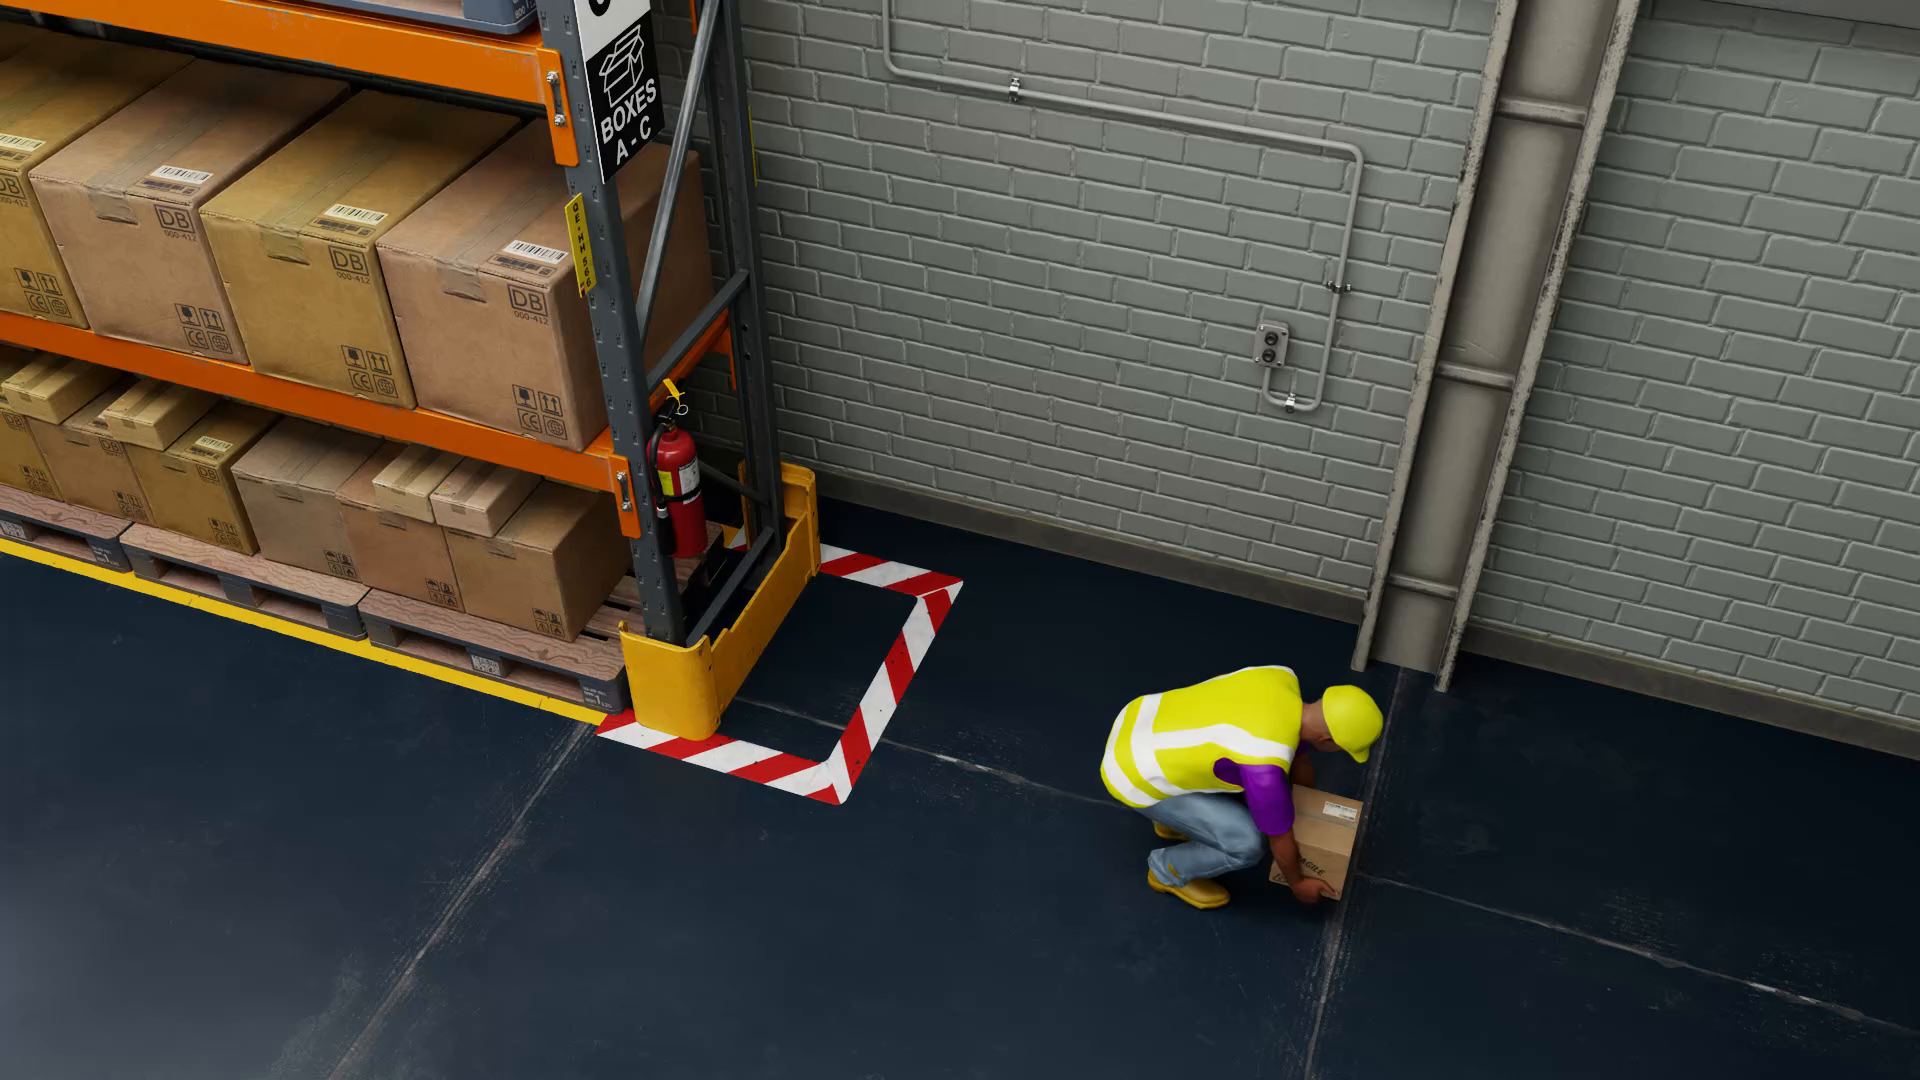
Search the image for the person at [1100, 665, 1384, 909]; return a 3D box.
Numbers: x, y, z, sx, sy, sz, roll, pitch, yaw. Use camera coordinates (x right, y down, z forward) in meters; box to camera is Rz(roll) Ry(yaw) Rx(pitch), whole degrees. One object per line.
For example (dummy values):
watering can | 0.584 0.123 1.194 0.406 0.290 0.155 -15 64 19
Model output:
person | 0.950 0.821 5.779 0.897 1.017 0.537 12 43 14
